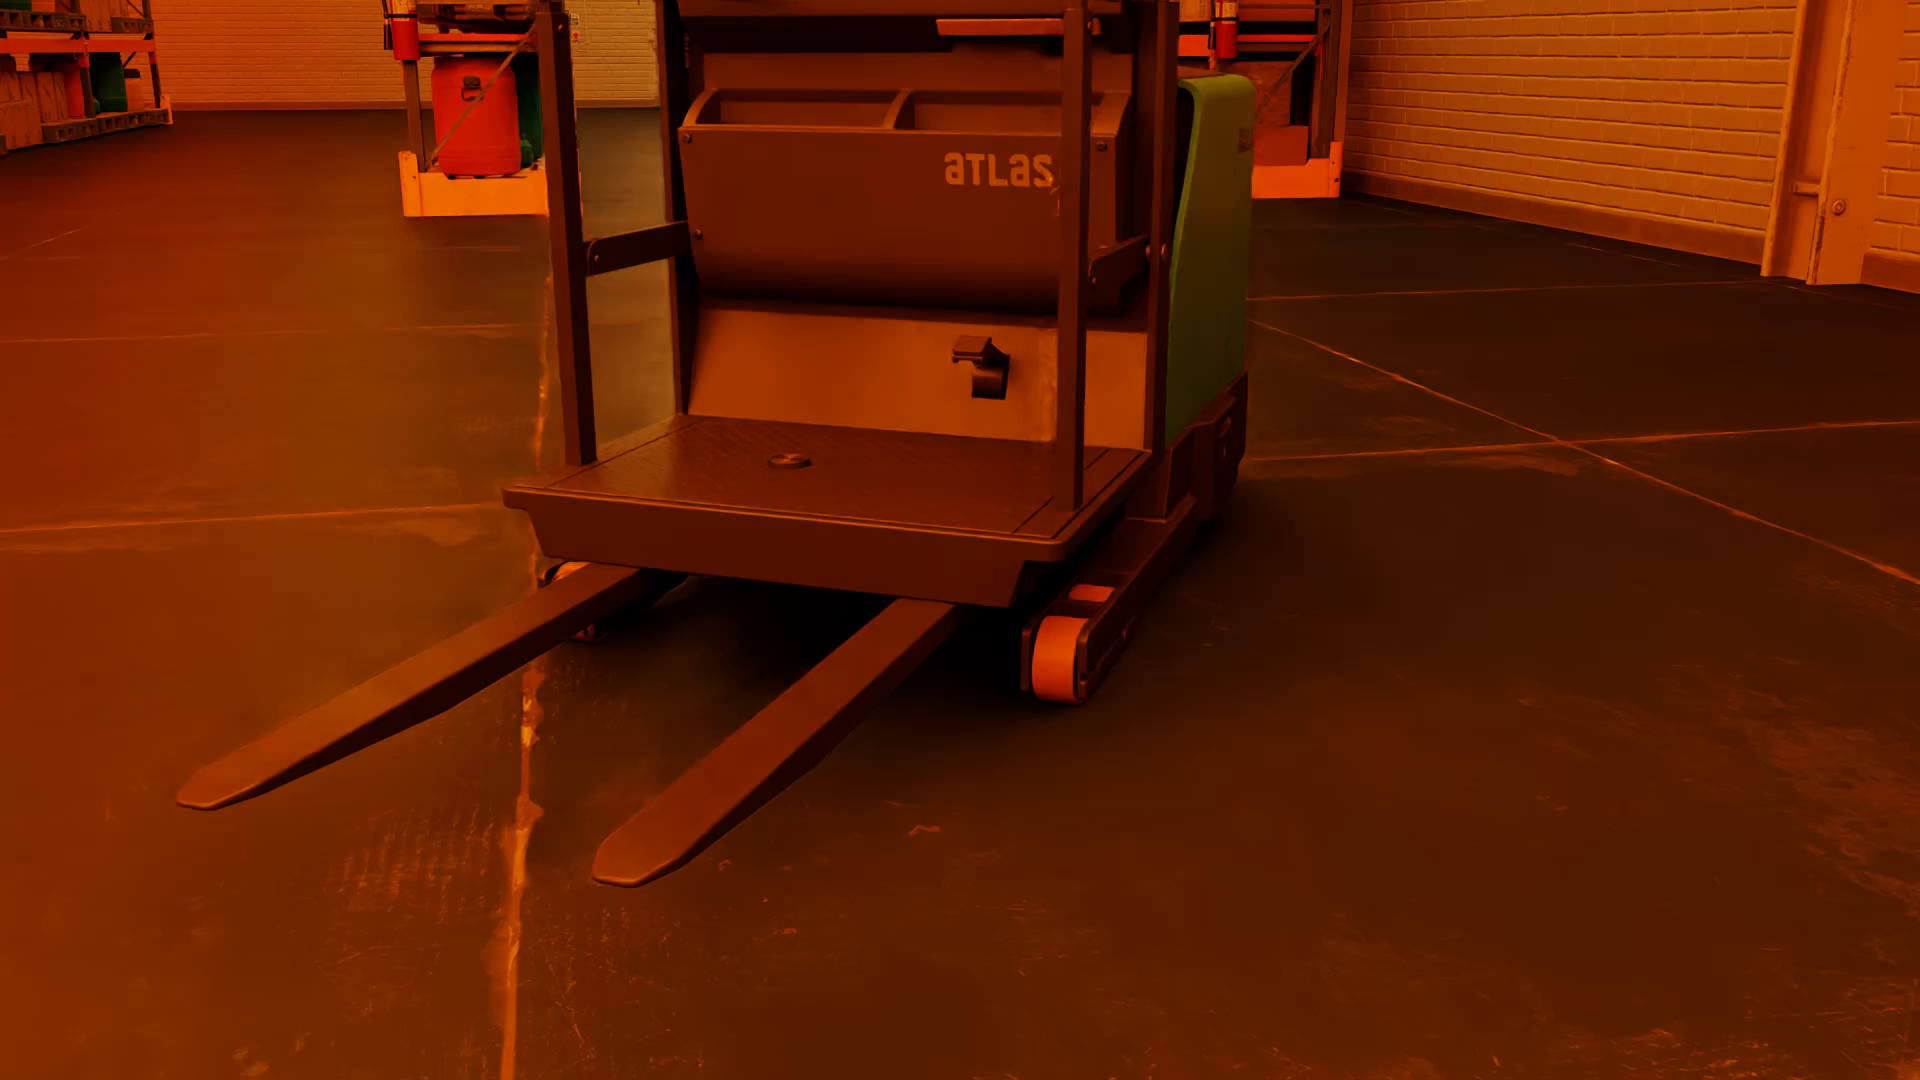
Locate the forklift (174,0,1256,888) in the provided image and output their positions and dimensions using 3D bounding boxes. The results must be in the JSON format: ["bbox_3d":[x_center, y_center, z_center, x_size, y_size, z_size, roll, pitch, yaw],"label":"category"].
[{"bbox_3d":[-0.188,-1.235,3.025,1.130,2.935,3.031,6,17,18],"label":"forklift"}]
